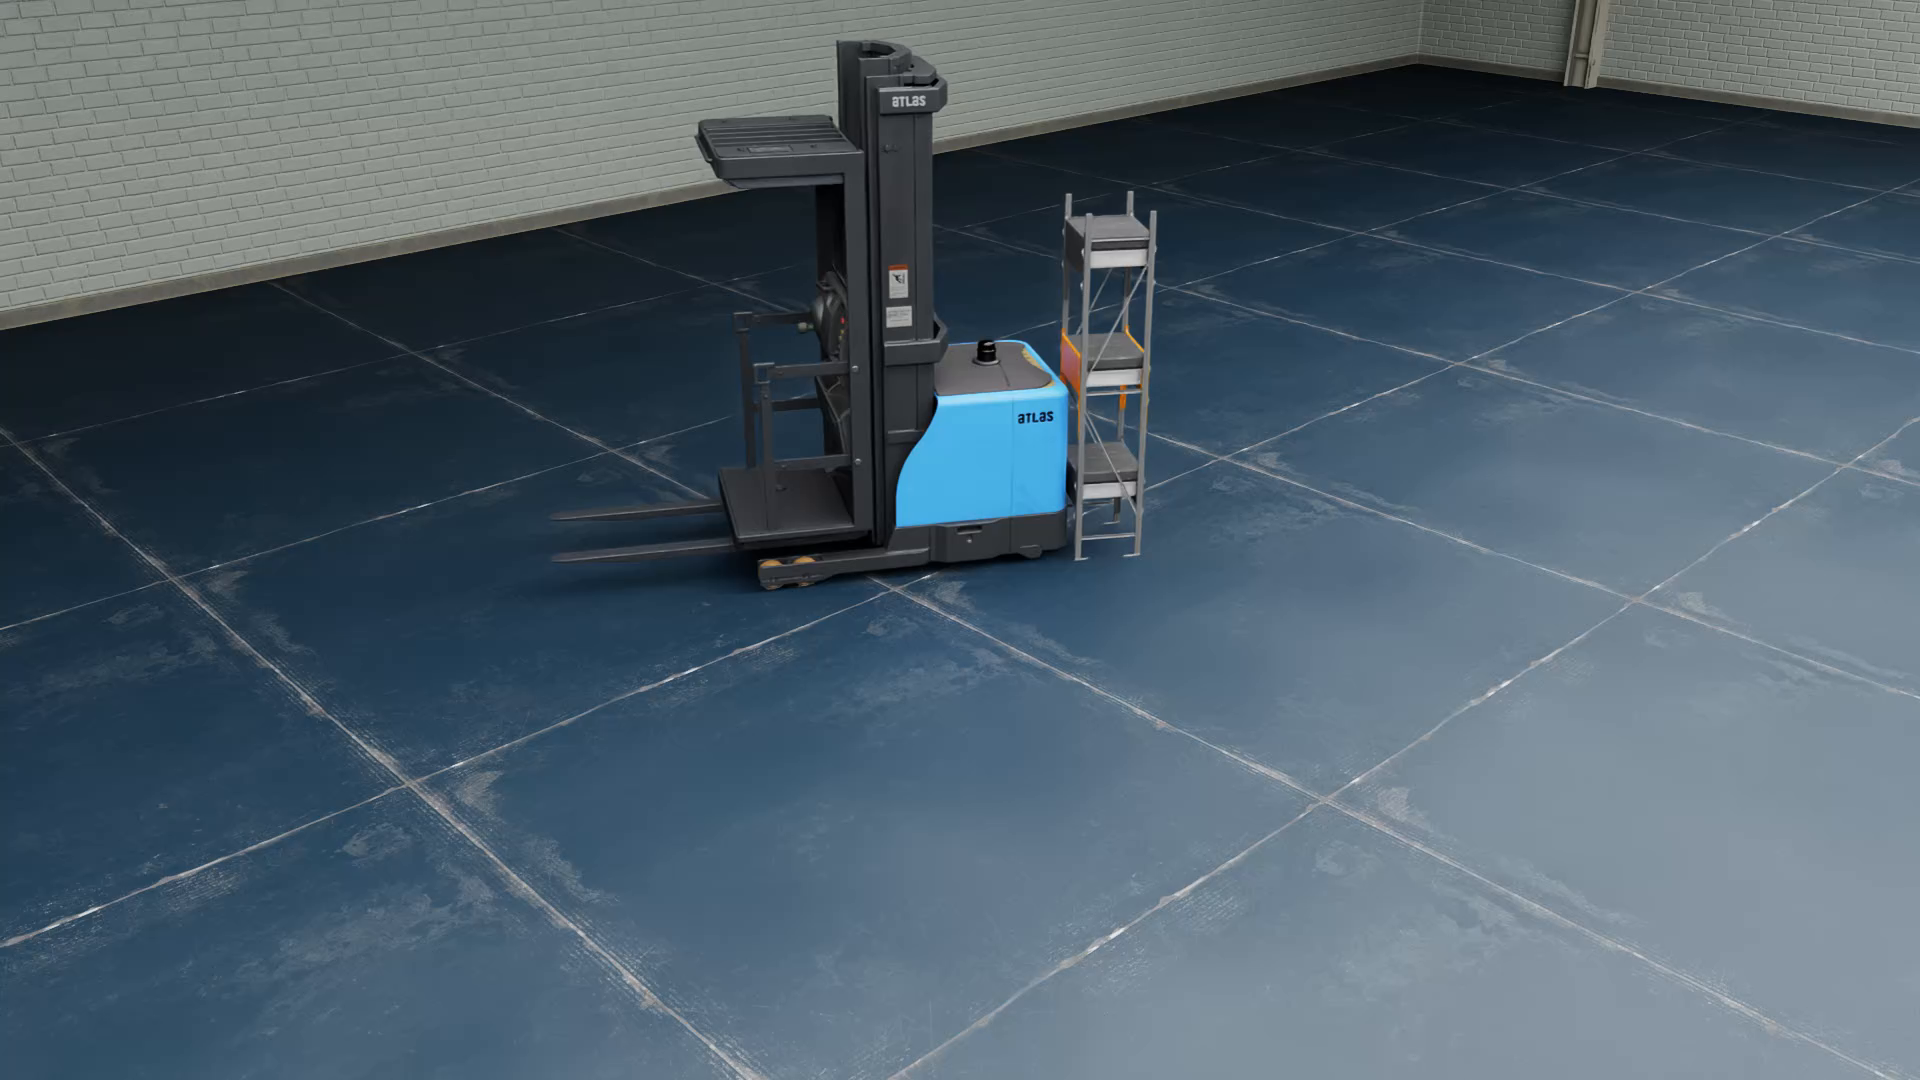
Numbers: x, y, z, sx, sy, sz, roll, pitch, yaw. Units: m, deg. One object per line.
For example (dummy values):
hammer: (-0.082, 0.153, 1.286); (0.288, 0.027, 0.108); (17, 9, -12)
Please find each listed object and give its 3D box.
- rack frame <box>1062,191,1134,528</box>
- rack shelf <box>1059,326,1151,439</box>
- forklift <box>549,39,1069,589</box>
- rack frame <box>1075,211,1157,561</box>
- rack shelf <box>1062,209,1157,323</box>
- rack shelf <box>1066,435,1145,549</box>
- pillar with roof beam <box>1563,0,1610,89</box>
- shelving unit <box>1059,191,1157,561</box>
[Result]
rack frame: (0.804, -1.045, 10.011); (0.400, 2.100, 0.015); (-4, 25, -9)
rack shelf: (0.845, -0.933, 9.798); (0.431, 0.518, 0.480); (-4, 25, -9)
forklift: (-0.929, -1.289, 9.543); (3.031, 2.935, 1.130); (-6, 25, -12)
rack frame: (0.887, -0.846, 9.574); (0.400, 2.100, 0.015); (-4, 25, -9)
rack shelf: (0.845, -1.570, 9.508); (0.431, 0.518, 0.480); (-4, 25, -9)
rack shelf: (0.845, -0.296, 10.089); (0.431, 0.518, 0.480); (-4, 25, -9)
pillar with roof beam: (6.379, -9.845, 20.988); (9.100, 9.000, 0.400); (-21, 32, -38)
shelving unit: (0.845, -0.945, 9.793); (0.431, 2.100, 0.503); (-4, 25, -9)
